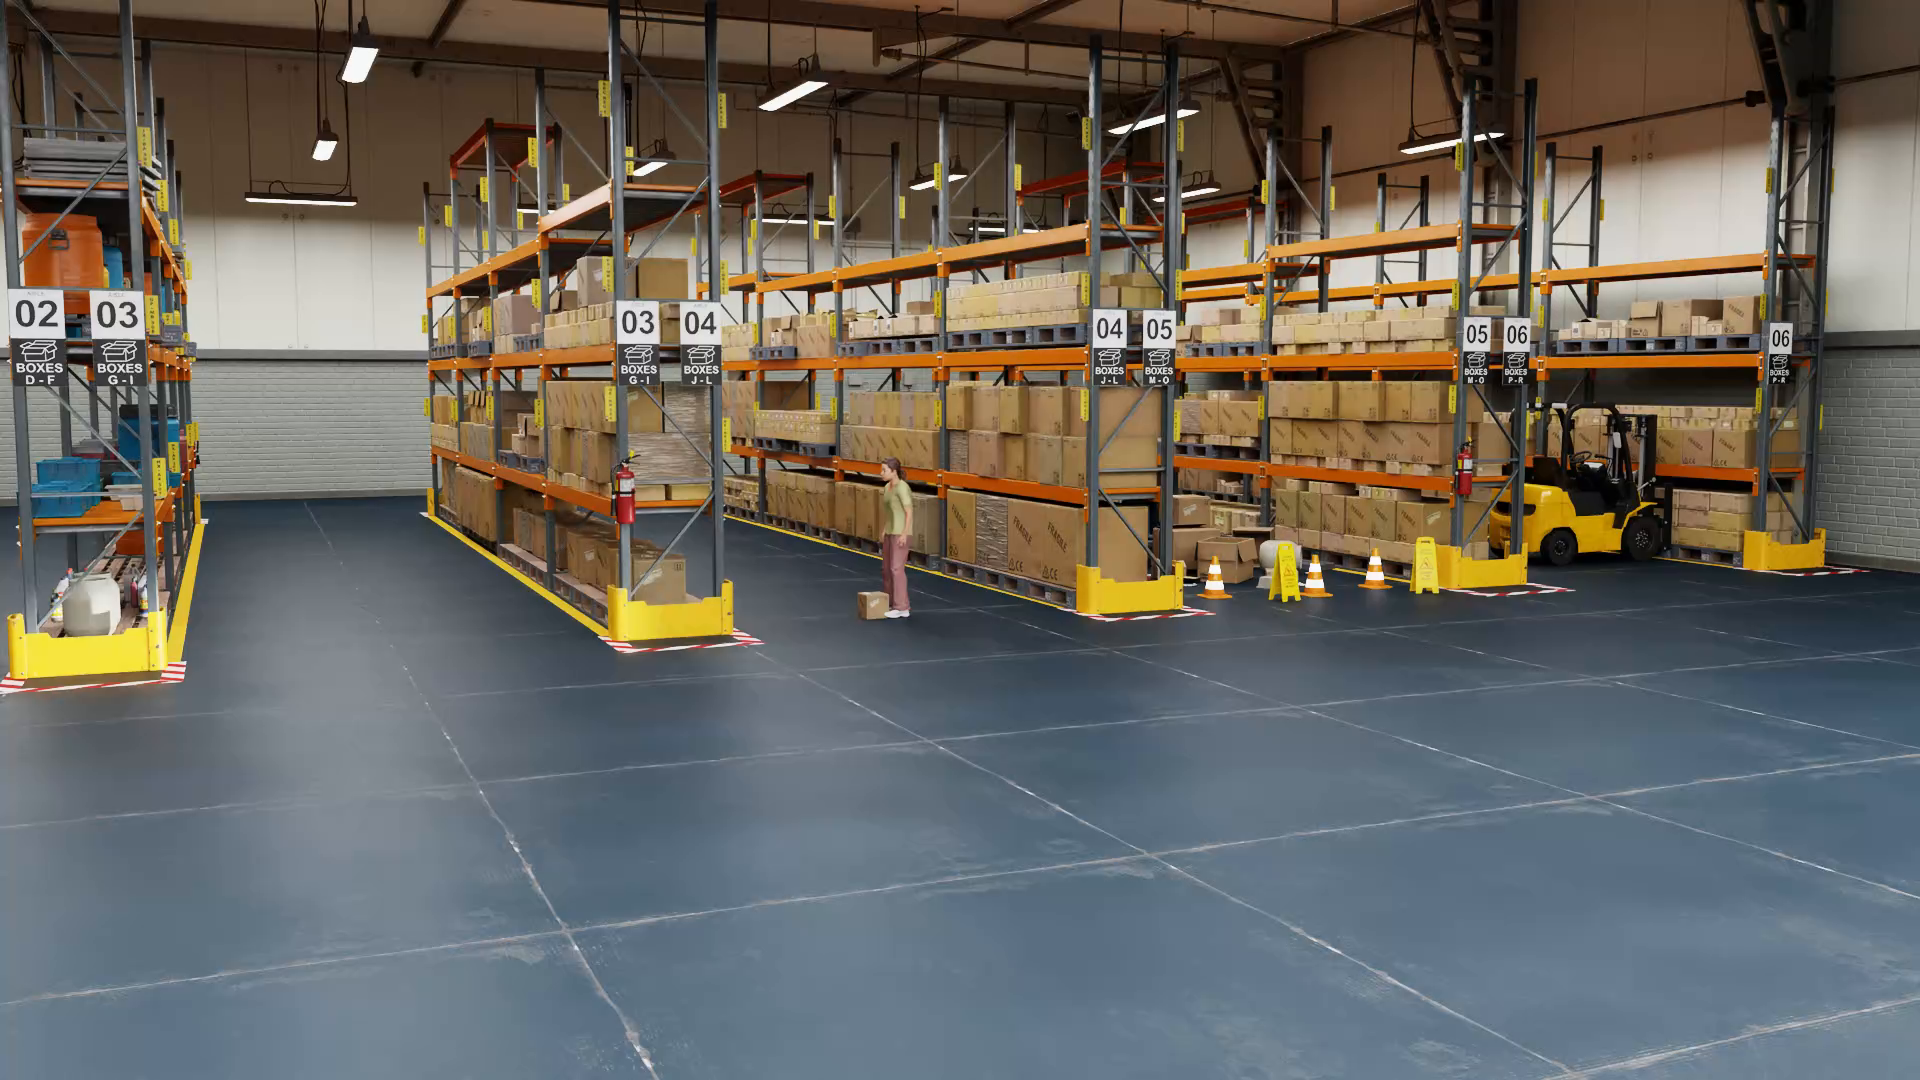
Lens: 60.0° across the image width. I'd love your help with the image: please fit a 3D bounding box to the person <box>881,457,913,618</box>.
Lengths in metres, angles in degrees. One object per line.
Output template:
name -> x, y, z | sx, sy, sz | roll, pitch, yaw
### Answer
person -> -0.682, -0.037, 17.352 | 0.359, 1.673, 0.516 | -3, 6, -26
